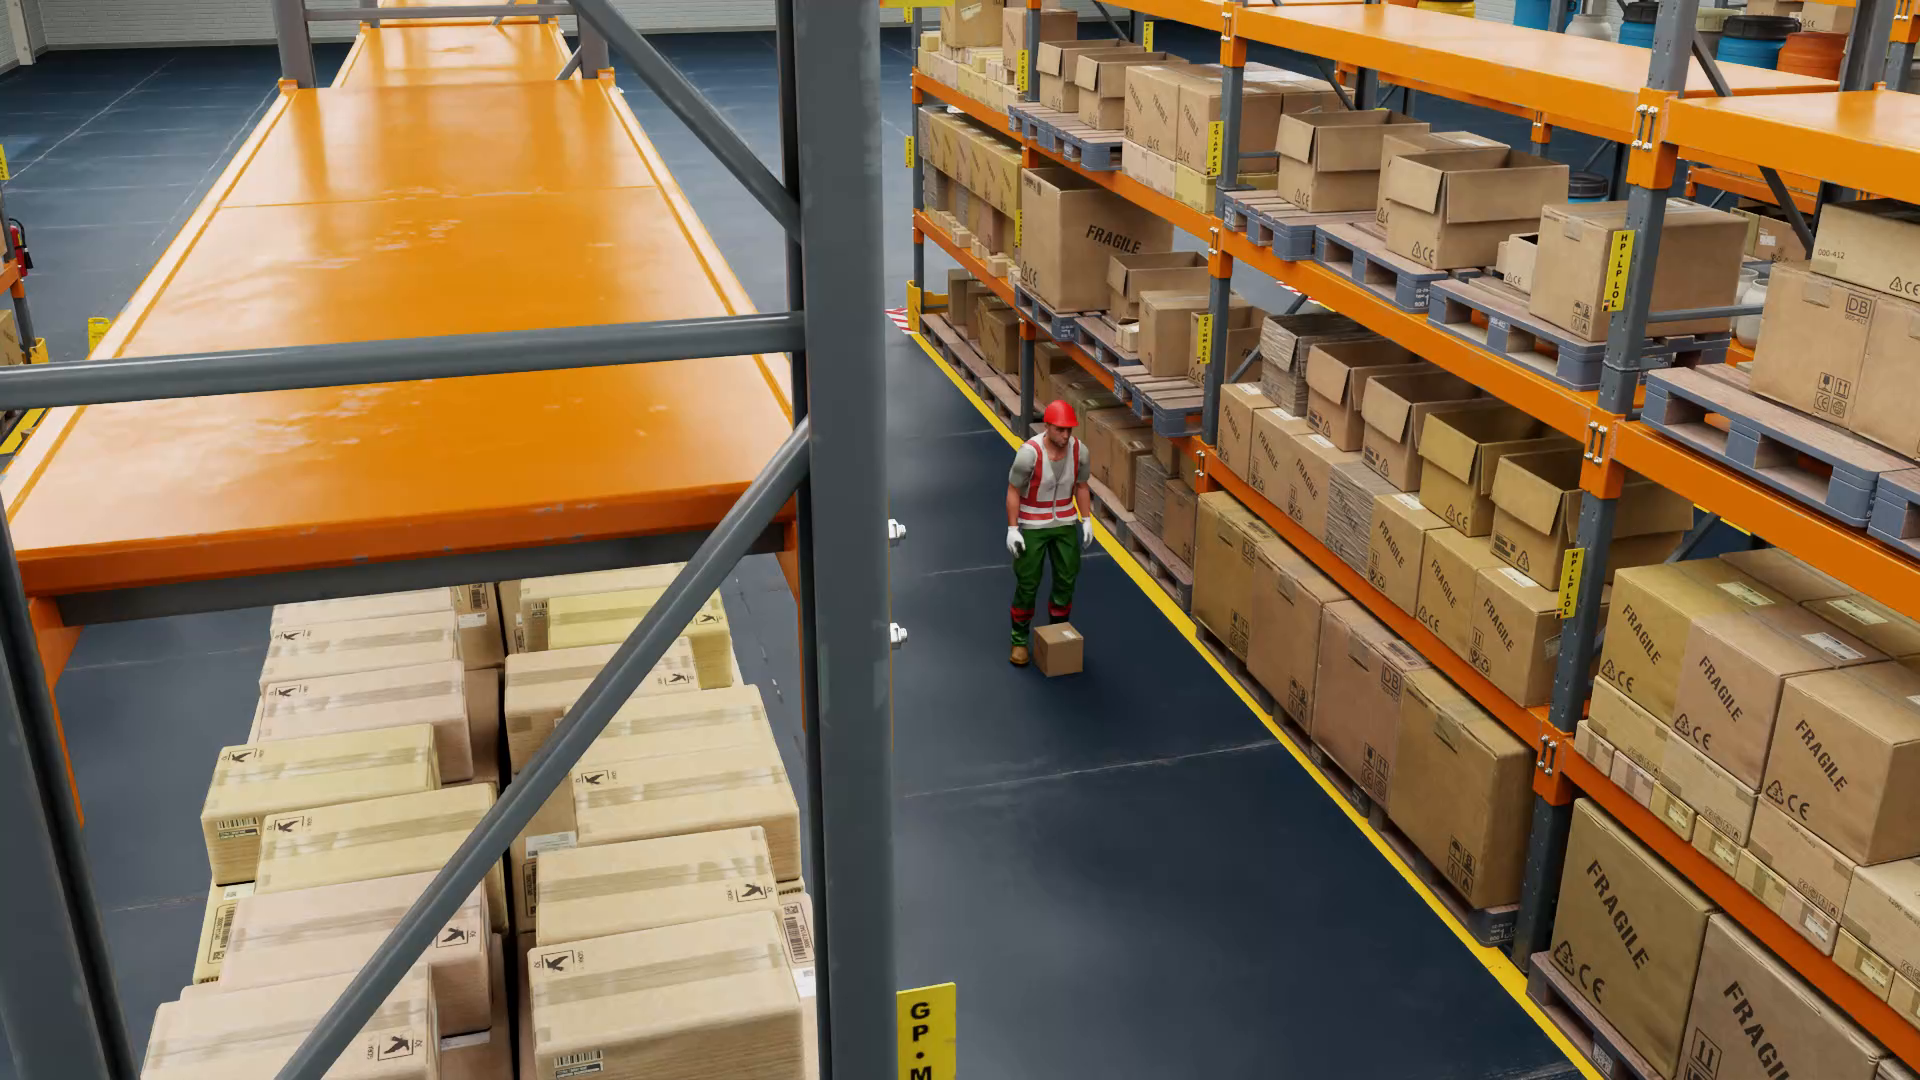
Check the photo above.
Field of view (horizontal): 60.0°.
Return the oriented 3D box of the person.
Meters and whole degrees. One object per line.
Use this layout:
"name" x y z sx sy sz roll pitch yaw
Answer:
"person" 0.587 -0.070 10.815 0.619 1.779 0.450 -8 24 -18
